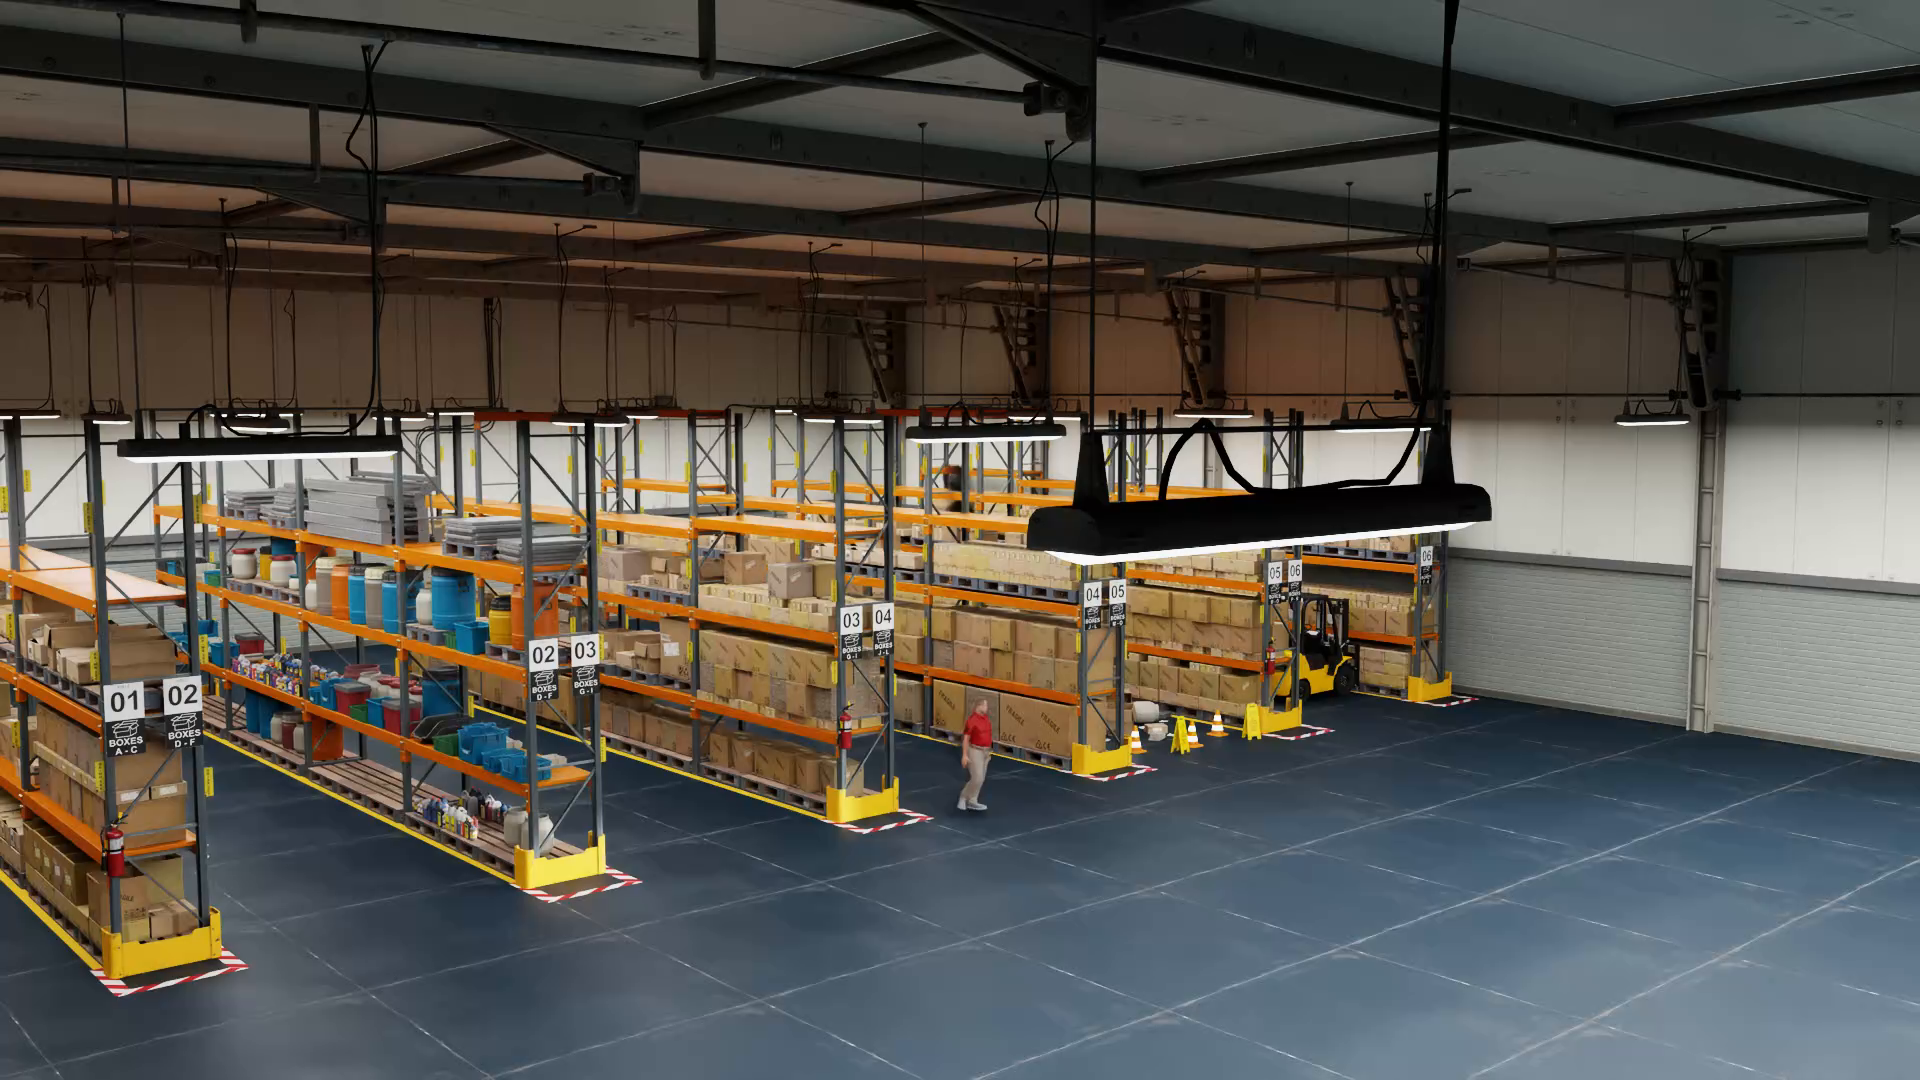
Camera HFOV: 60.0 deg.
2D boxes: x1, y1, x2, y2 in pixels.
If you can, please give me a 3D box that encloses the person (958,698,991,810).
[{"bbox_3d":[0.231,3.249,25.216,0.470,1.717,0.629,3,6,30],"label":"person"}]
